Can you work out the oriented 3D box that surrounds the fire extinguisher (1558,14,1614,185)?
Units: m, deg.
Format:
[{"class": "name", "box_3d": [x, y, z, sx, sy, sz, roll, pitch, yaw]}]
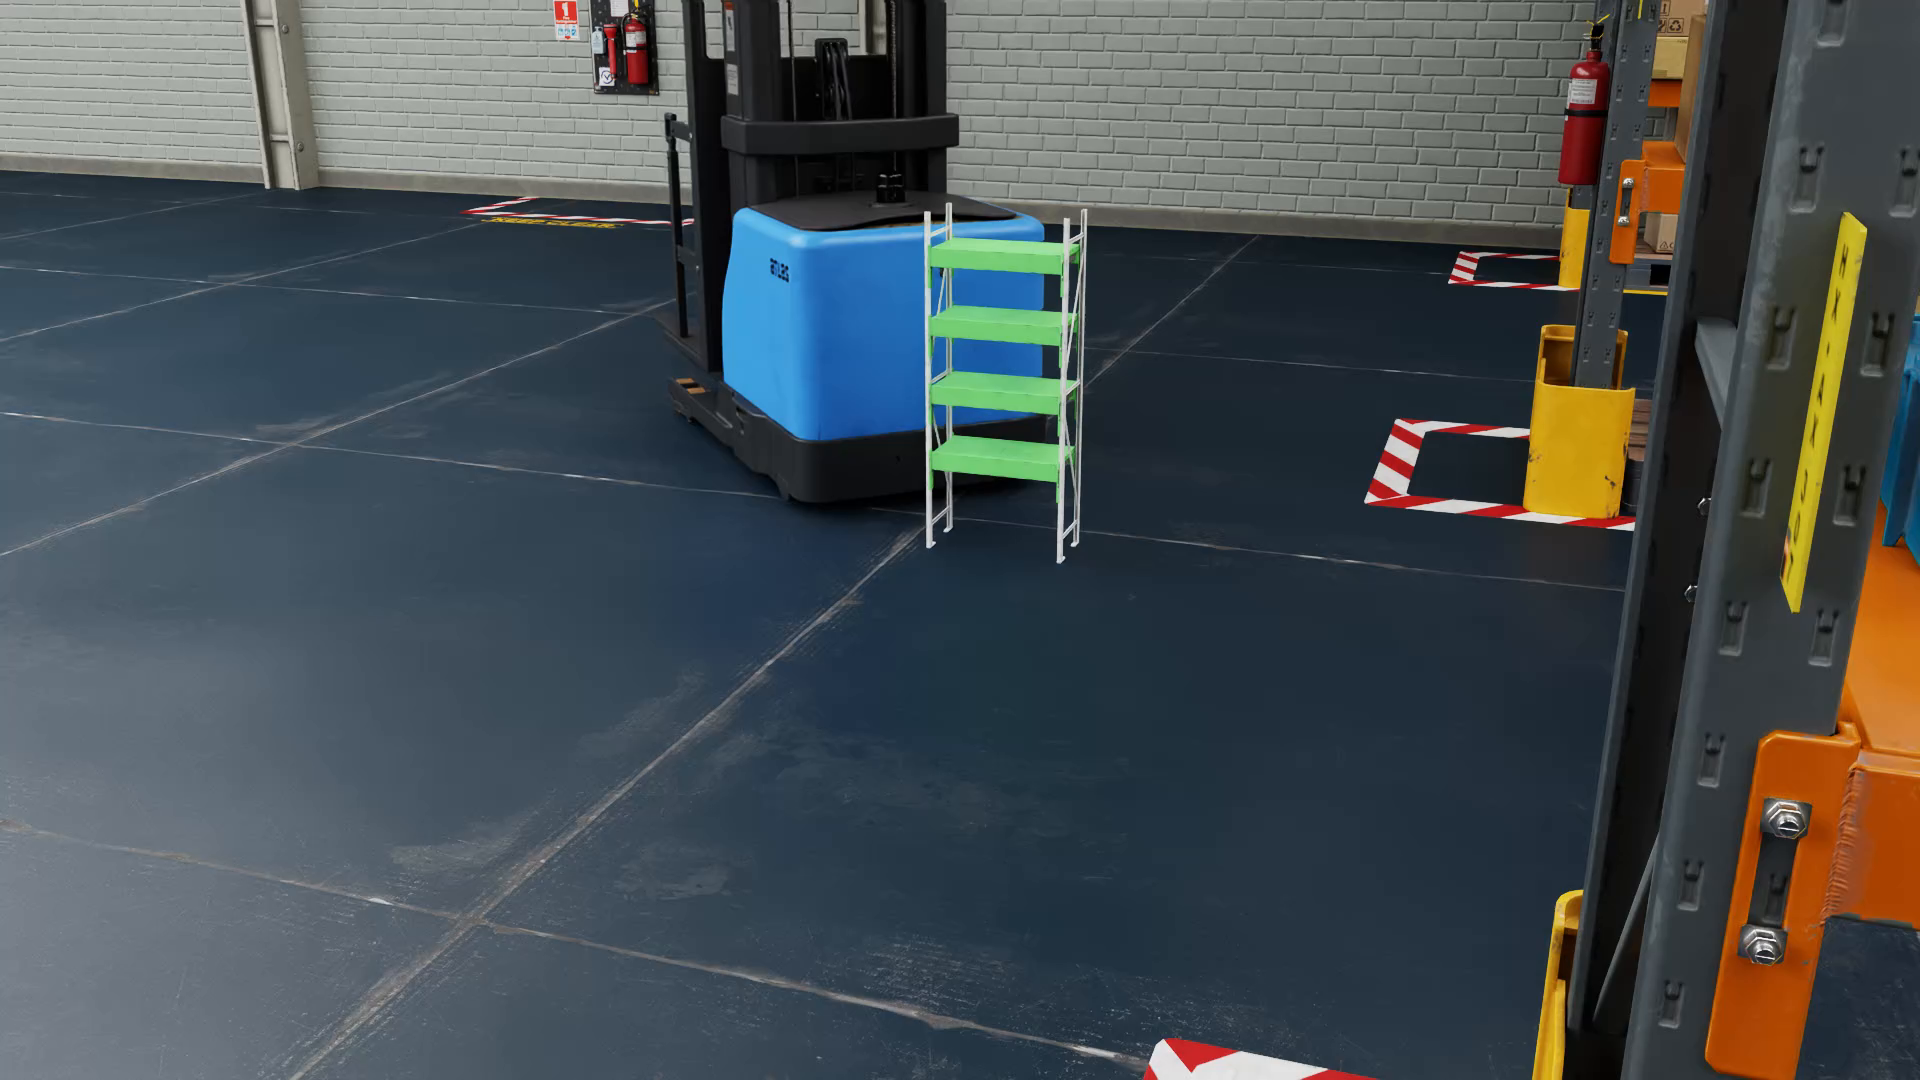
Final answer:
[{"class": "fire extinguisher", "box_3d": [2.580, -1.806, 6.817, 0.183, 0.674, 0.296, 7, 20, 18]}]

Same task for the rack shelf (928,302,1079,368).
[{"class": "rack shelf", "box_3d": [0.156, -0.715, 5.769, 0.480, 0.148, 0.258, 7, 20, 18]}]

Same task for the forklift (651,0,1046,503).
[{"class": "forklift", "box_3d": [-0.719, -1.968, 7.269, 1.130, 2.935, 3.031, -8, 21, -22]}]

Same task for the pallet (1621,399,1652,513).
[{"class": "pallet", "box_3d": [3.275, -0.299, 6.613, 1.213, 0.211, 1.003, 7, 20, 18]}]

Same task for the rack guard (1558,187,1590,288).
[{"class": "rack guard", "box_3d": [4.233, -2.037, 11.161, 0.348, 0.500, 1.175, 7, 20, 18]}]

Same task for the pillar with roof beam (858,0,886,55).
[{"class": "pillar with roof beam", "box_3d": [-1.974, -5.562, 8.360, 0.400, 9.000, 9.100, 7, 20, 18]}]

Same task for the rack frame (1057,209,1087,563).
[{"class": "rack frame", "box_3d": [0.387, -0.522, 5.752, 0.015, 1.200, 0.240, 7, 20, 18]}]

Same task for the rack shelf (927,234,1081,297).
[{"class": "rack shelf", "box_3d": [0.156, -0.942, 5.690, 0.480, 0.148, 0.258, 7, 20, 18]}]

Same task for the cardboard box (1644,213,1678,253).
[{"class": "cardboard box", "box_3d": [4.785, -2.061, 10.849, 0.500, 0.311, 0.500, 4, 20, 12]}]

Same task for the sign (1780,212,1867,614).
[{"class": "sign", "box_3d": [0.725, -0.106, 1.402, 0.005, 0.325, 0.100, 7, 20, 18]}]

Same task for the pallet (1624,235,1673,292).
[{"class": "pallet", "box_3d": [4.989, -1.802, 10.926, 1.213, 0.211, 1.003, 7, 20, 18]}]

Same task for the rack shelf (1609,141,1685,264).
[{"class": "rack shelf", "box_3d": [4.428, -1.130, 5.852, 4.000, 0.370, 1.077, 7, 20, 18]}]

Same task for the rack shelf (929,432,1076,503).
[{"class": "rack shelf", "box_3d": [0.156, -0.262, 5.927, 0.480, 0.148, 0.258, 7, 20, 18]}]

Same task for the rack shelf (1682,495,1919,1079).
[{"class": "rack shelf", "box_3d": [2.799, 0.410, 1.435, 4.000, 0.370, 1.077, 7, 20, 18]}]

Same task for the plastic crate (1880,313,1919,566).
[{"class": "plastic crate", "box_3d": [1.481, -0.114, 2.073, 0.616, 0.251, 0.499, 7, 20, 18]}]

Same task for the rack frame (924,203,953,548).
[{"class": "rack frame", "box_3d": [-0.074, -0.575, 5.903, 0.015, 1.200, 0.240, 7, 20, 18]}]

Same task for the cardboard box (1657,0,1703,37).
[{"class": "cardboard box", "box_3d": [4.513, -3.374, 10.255, 0.500, 0.500, 0.500, 7, 20, 18]}]

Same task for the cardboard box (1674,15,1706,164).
[{"class": "cardboard box", "box_3d": [2.976, -1.678, 6.181, 0.500, 0.500, 0.700, 7, 20, 18]}]

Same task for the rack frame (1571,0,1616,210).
[{"class": "rack frame", "box_3d": [4.161, -3.226, 10.773, 0.127, 3.000, 1.000, 7, 20, 18]}]

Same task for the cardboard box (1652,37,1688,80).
[{"class": "cardboard box", "box_3d": [4.518, -3.013, 10.360, 0.500, 0.250, 0.500, 6, 20, 16]}]

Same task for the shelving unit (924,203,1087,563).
[{"class": "shelving unit", "box_3d": [0.156, -0.549, 5.827, 0.503, 1.200, 0.258, 7, 20, 18]}]

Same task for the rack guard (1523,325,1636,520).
[{"class": "rack guard", "box_3d": [2.516, -0.507, 6.773, 0.348, 0.500, 1.175, 7, 20, 18]}]

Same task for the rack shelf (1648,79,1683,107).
[{"class": "rack shelf", "box_3d": [6.050, -2.670, 10.272, 4.000, 0.370, 1.077, 7, 20, 18]}]

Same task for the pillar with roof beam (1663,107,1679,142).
[{"class": "pillar with roof beam", "box_3d": [3.693, -4.914, 6.501, 0.400, 9.000, 9.100, 7, 20, 18]}]

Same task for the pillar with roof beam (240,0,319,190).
[{"class": "pillar with roof beam", "box_3d": [-7.642, -6.210, 10.219, 0.400, 9.000, 9.100, 7, 20, 18]}]

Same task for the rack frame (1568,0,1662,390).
[{"class": "rack frame", "box_3d": [2.539, -1.685, 6.354, 0.127, 3.000, 1.000, 7, 20, 18]}]

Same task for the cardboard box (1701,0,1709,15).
[{"class": "cardboard box", "box_3d": [2.962, -2.057, 6.282, 0.250, 0.149, 0.380, 6, 20, 17]}]

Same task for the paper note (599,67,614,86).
[{"class": "paper note", "box_3d": [-3.028, -3.971, 14.249, 0.142, 0.148, 0.016, 7, 20, 18]}]

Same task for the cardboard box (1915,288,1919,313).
[{"class": "cardboard box", "box_3d": [3.445, -0.759, 6.096, 0.500, 0.500, 0.500, 7, 20, 18]}]

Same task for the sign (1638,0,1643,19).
[{"class": "sign", "box_3d": [2.351, -1.960, 5.705, 0.005, 0.325, 0.100, 7, 20, 18]}]

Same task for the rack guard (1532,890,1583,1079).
[{"class": "rack guard", "box_3d": [0.997, 1.028, 2.366, 0.348, 0.500, 1.175, 7, 20, 18]}]

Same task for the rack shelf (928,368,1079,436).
[{"class": "rack shelf", "box_3d": [0.156, -0.488, 5.848, 0.480, 0.148, 0.258, 7, 20, 18]}]

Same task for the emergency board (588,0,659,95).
[{"class": "emergency board", "box_3d": [-2.883, -4.346, 13.987, 0.643, 1.169, 0.194, 7, 20, 18]}]

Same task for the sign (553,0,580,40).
[{"class": "sign", "box_3d": [-3.372, -4.455, 14.245, 0.234, 0.329, 0.001, 7, 20, 18]}]
